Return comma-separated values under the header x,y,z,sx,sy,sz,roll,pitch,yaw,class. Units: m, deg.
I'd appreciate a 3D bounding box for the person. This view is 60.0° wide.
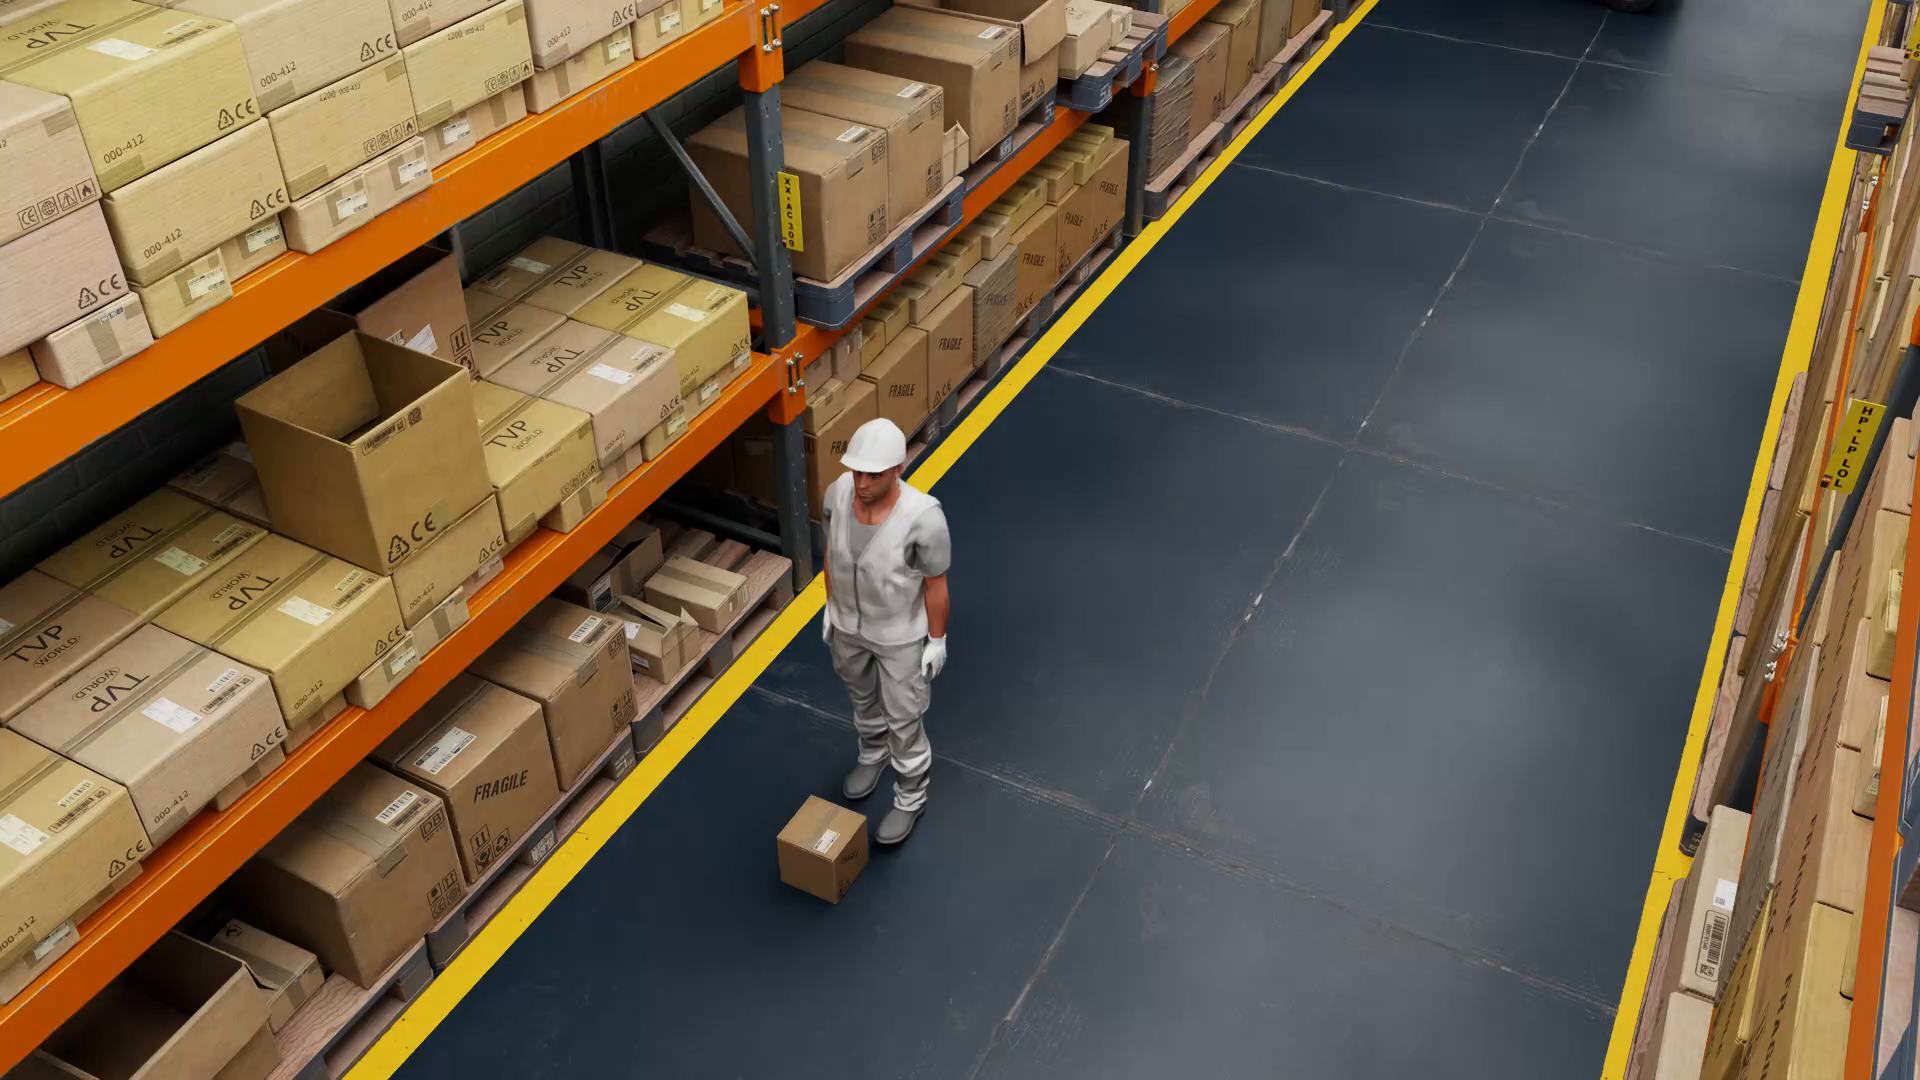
x,y,z,sx,sy,sz,roll,pitch,yaw,class
-0.313,0.349,6.179,0.532,1.795,0.468,19,41,22,person
